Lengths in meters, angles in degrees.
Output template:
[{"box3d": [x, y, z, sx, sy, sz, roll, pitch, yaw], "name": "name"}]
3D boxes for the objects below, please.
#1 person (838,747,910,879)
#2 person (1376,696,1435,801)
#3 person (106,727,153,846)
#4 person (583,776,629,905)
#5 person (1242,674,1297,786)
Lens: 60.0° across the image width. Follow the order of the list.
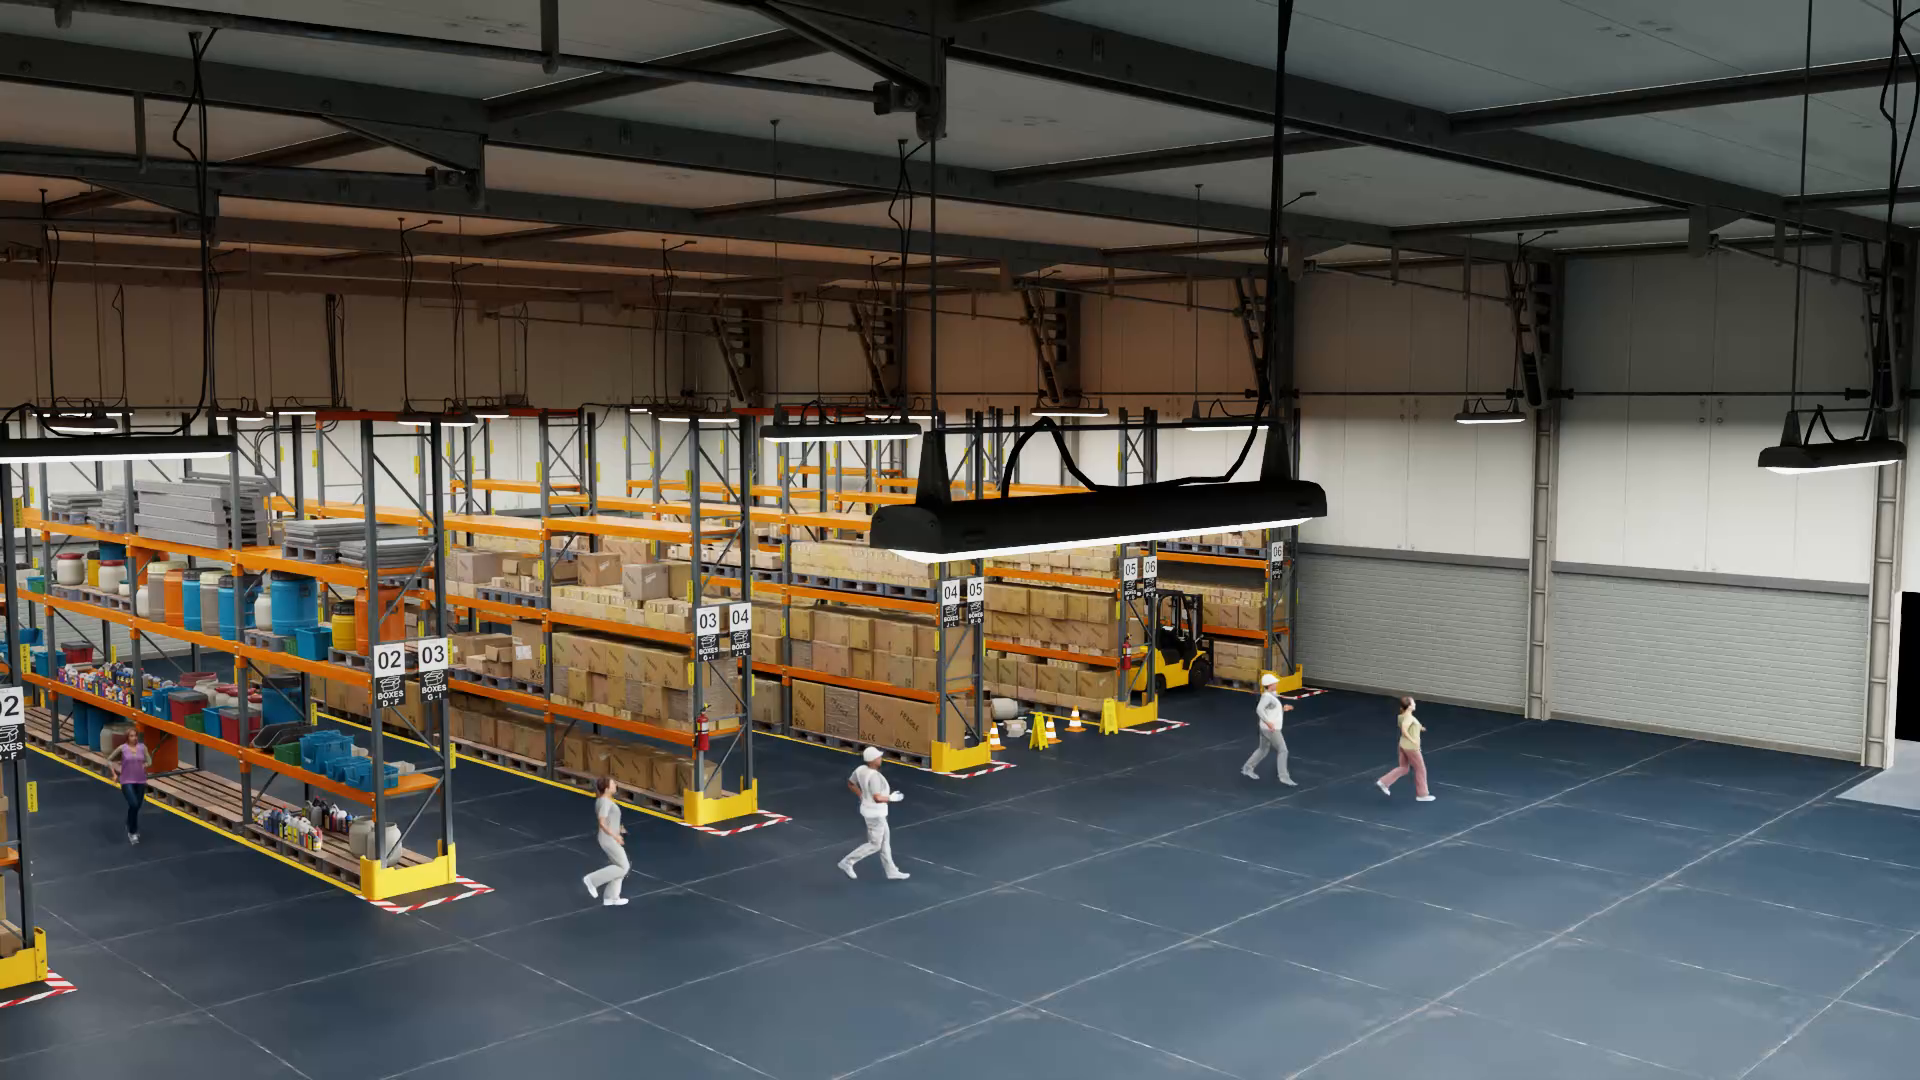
[{"box3d": [-1.112, 3.533, 21.371, 0.980, 1.774, 0.682, -2, 5, -18], "name": "person"}, {"box3d": [6.907, 3.219, 25.678, 0.929, 1.645, 0.585, -1, 5, -9], "name": "person"}, {"box3d": [-11.662, 3.469, 23.440, 0.710, 1.618, 0.503, 4, 7, 39], "name": "person"}, {"box3d": [-4.377, 3.713, 20.501, 0.570, 1.626, 0.569, -2, 5, -20], "name": "person"}, {"box3d": [4.997, 3.060, 26.813, 0.868, 1.809, 0.641, 0, 5, 0], "name": "person"}]
